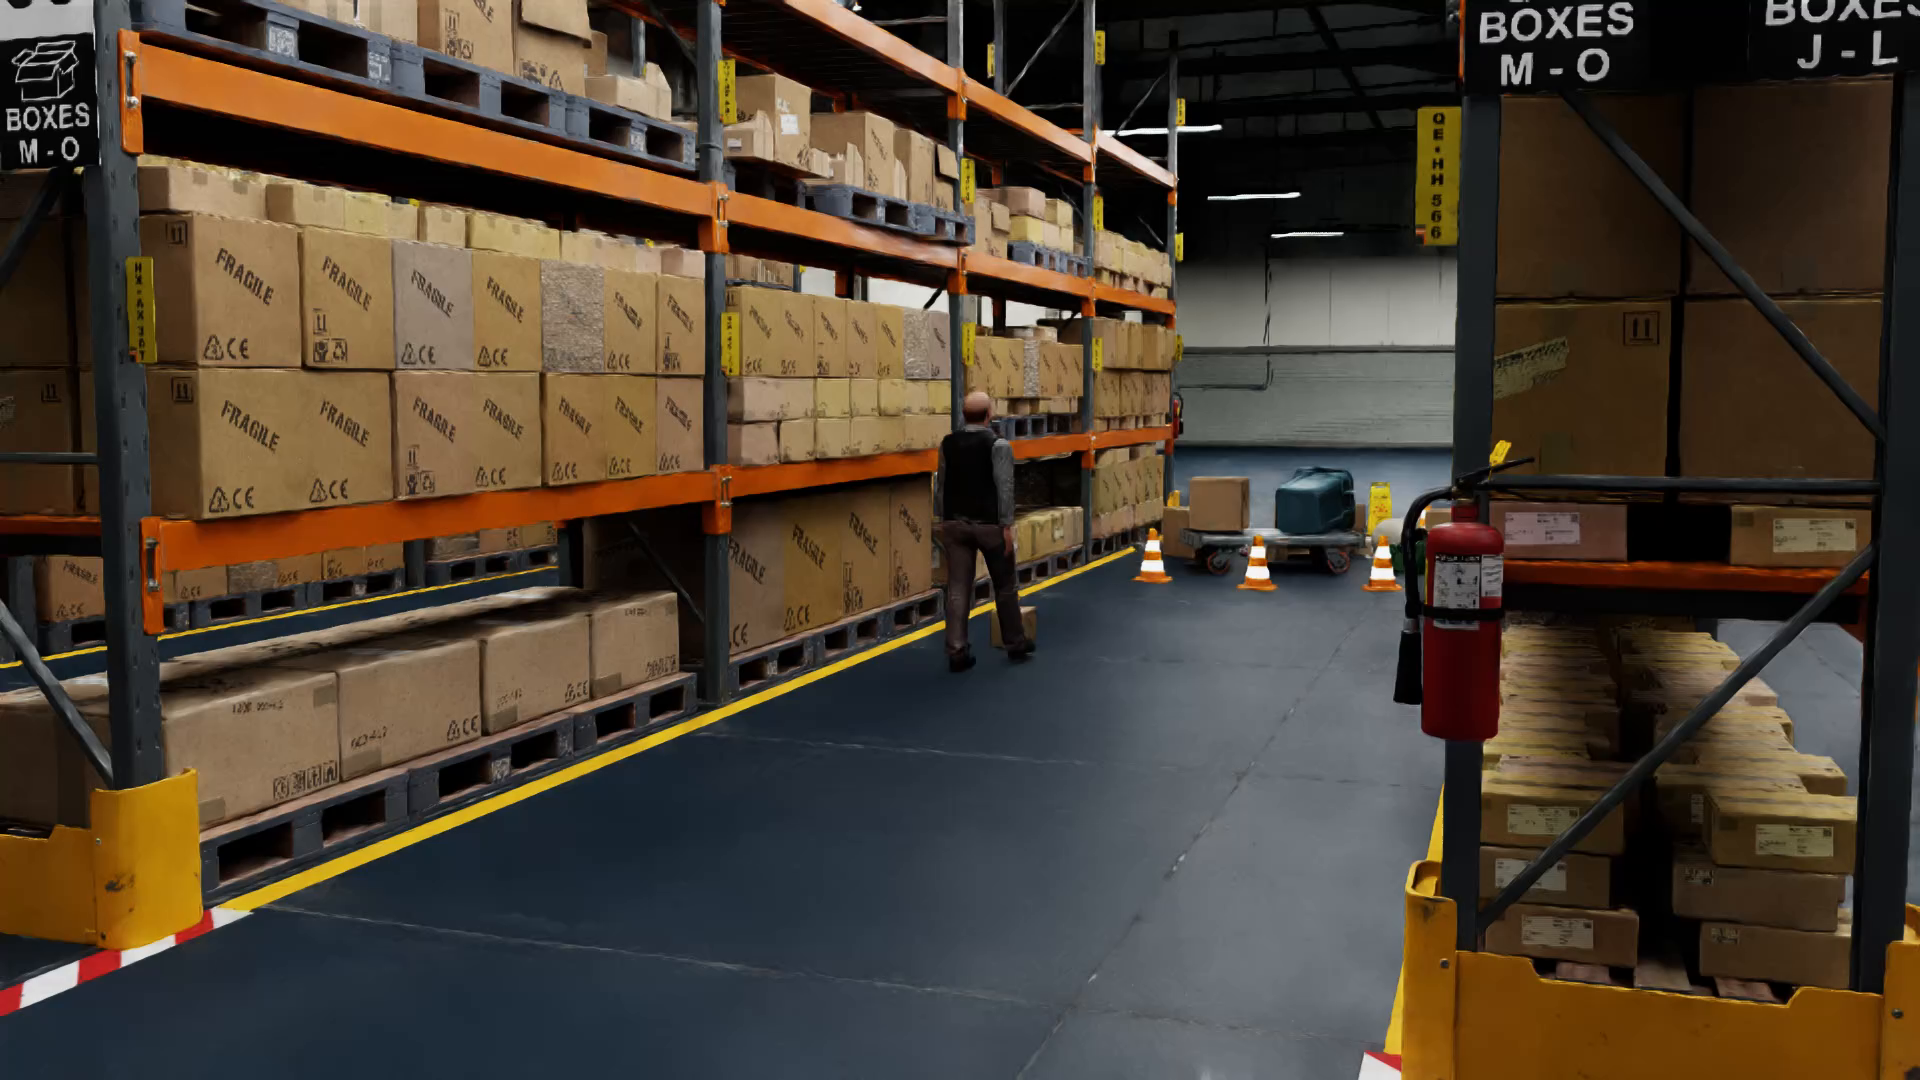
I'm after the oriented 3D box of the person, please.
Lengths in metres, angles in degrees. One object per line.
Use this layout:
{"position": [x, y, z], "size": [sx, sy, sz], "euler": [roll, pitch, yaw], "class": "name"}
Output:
{"position": [0.144, -0.038, 10.452], "size": [0.536, 1.623, 0.777], "euler": [2, 6, 21], "class": "person"}
